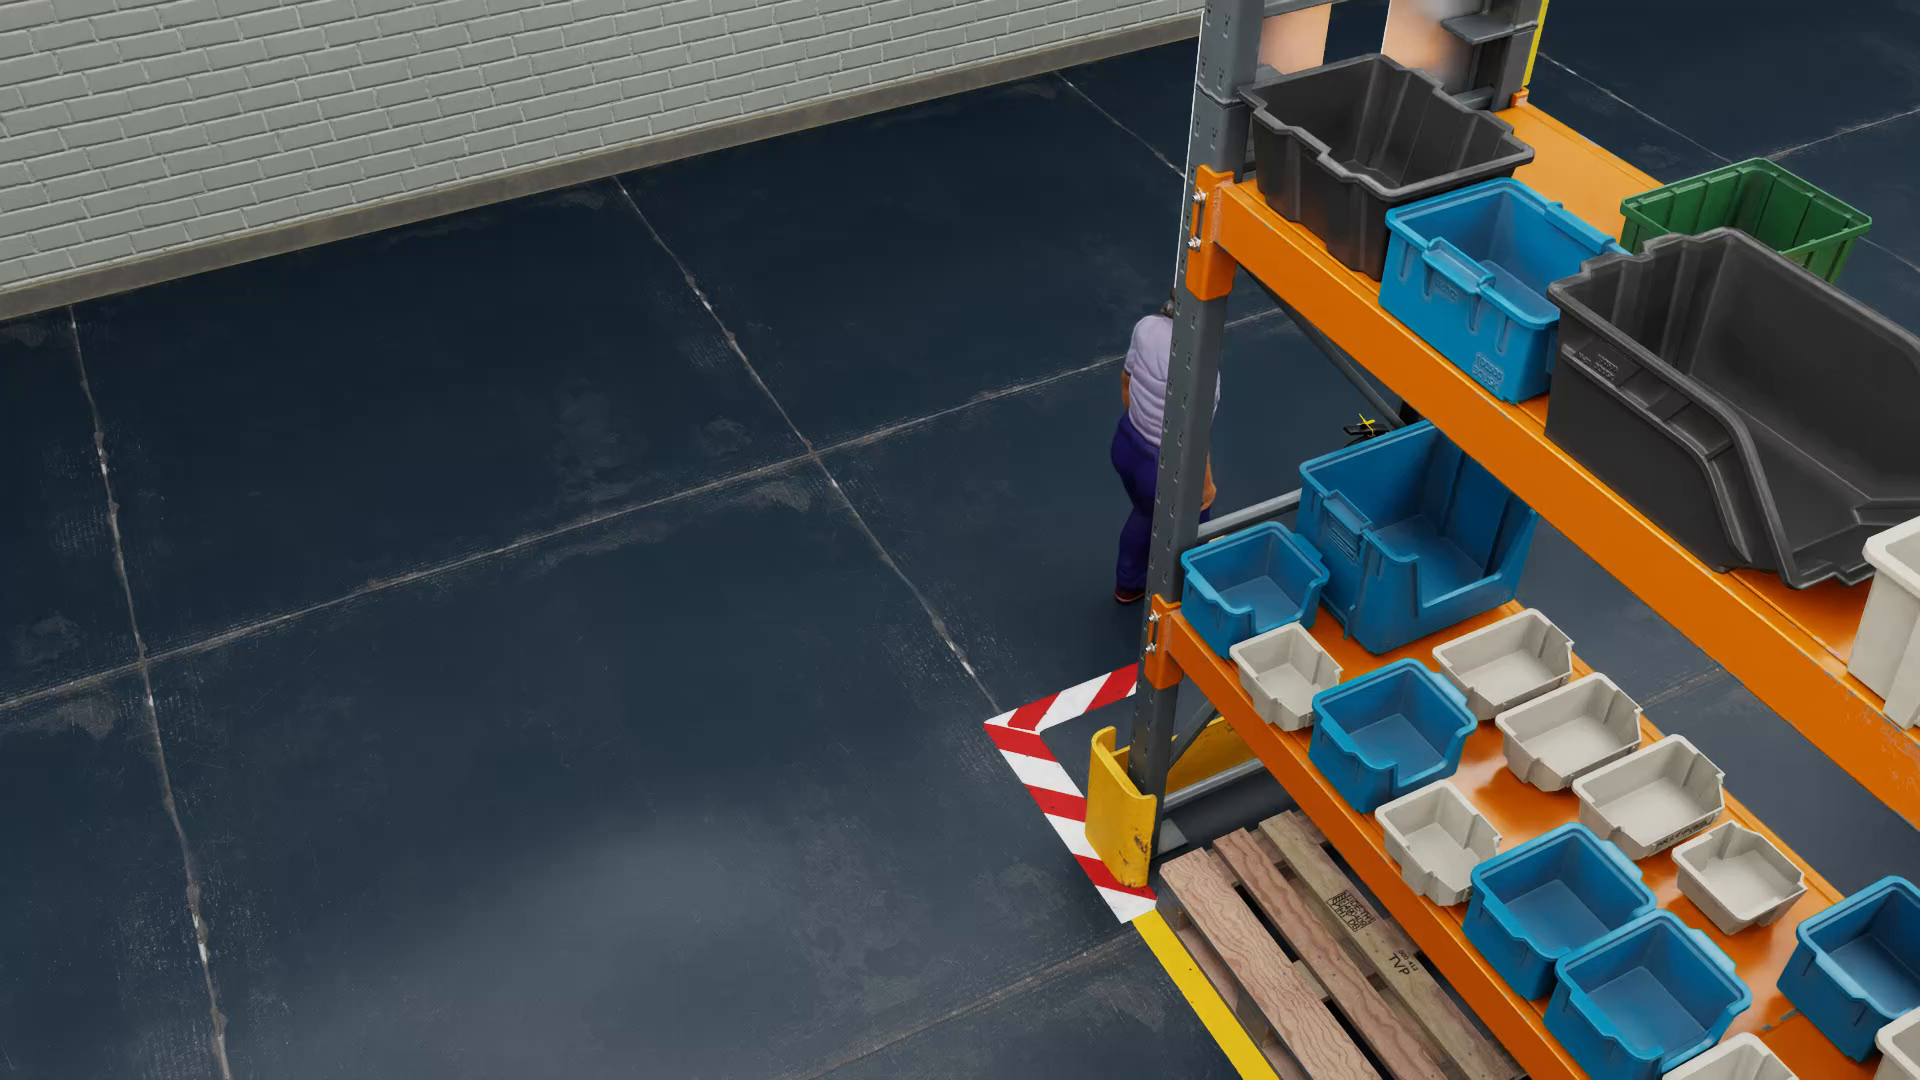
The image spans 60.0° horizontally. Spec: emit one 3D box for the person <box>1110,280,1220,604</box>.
[{"bbox_3d":[0.820,-0.312,6.527,0.374,1.638,0.559,-19,45,-20],"label":"person"}]
